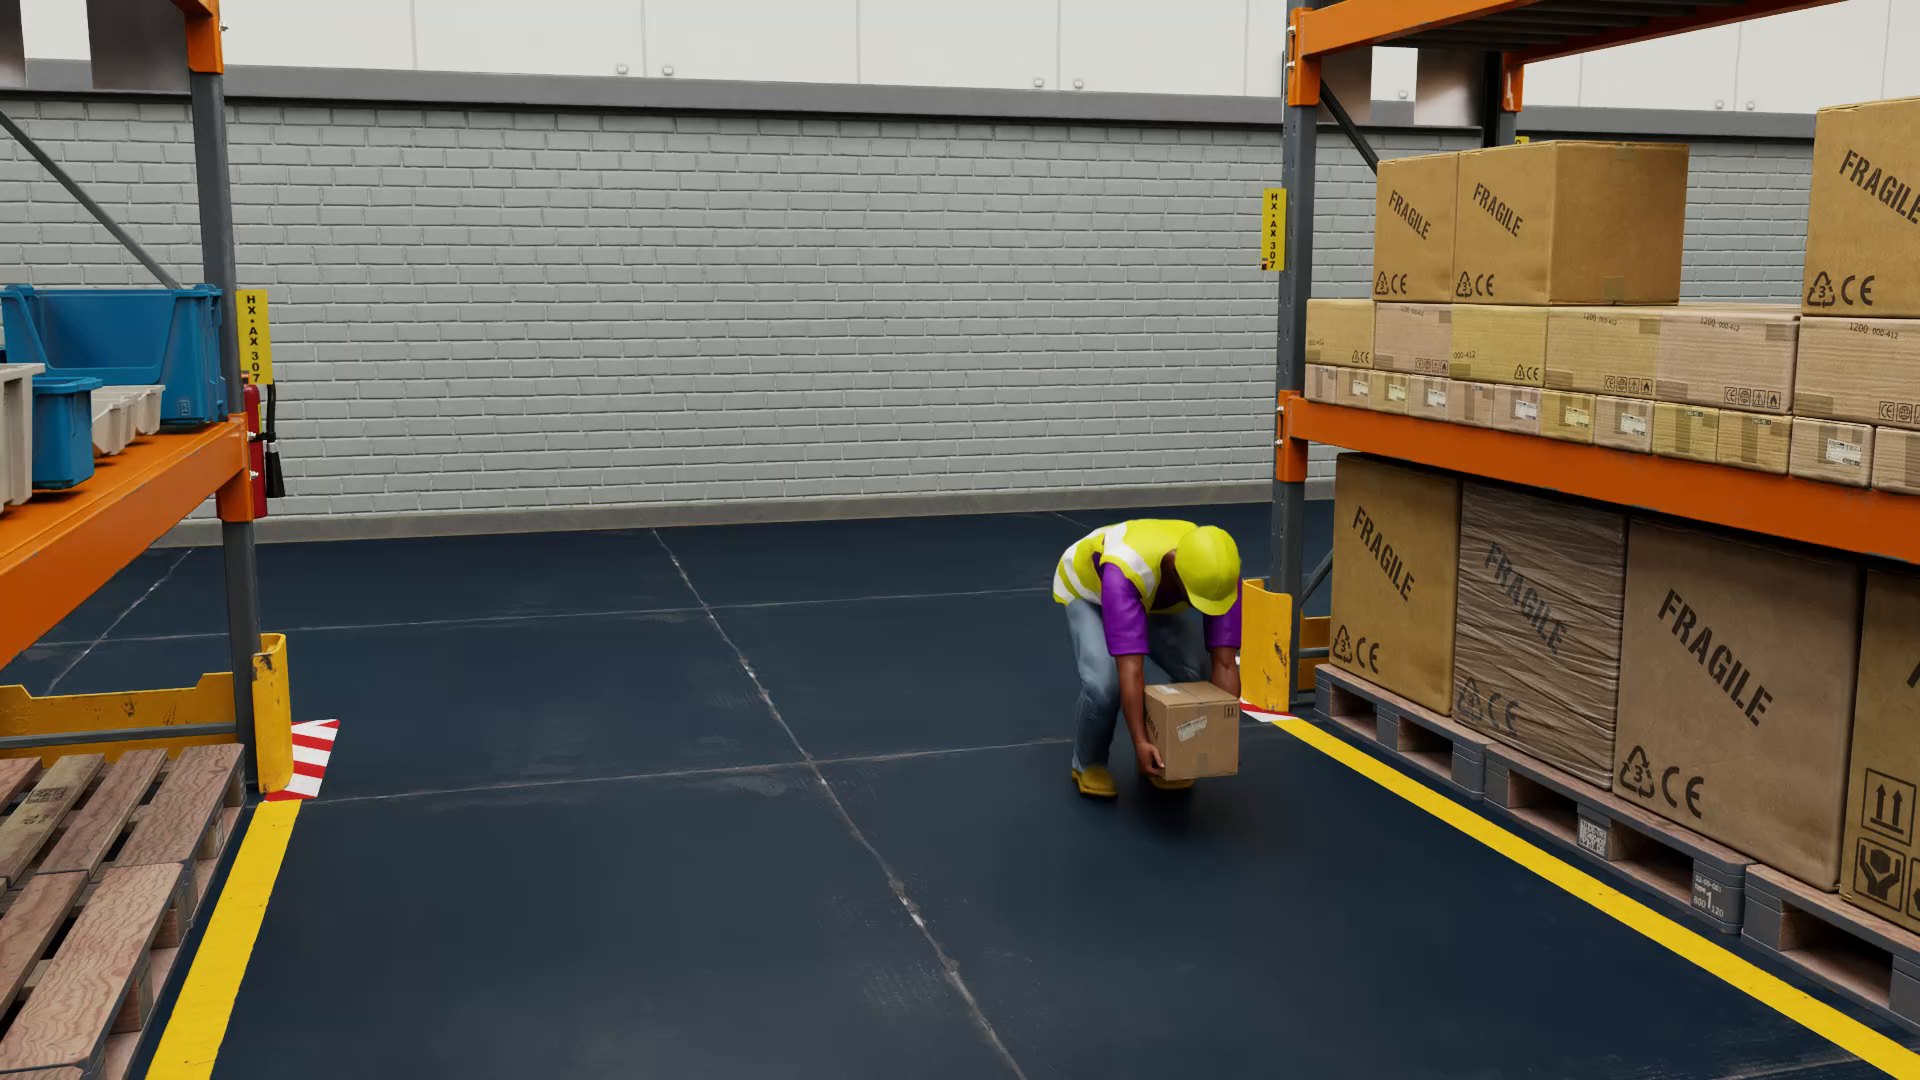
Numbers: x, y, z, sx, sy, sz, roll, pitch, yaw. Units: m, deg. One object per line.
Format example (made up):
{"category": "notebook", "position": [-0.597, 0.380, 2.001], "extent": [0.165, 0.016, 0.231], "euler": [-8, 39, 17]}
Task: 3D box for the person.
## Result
{"category": "person", "position": [0.665, 0.400, 5.681], "extent": [0.523, 1.016, 0.960], "euler": [-3, 10, -18]}
